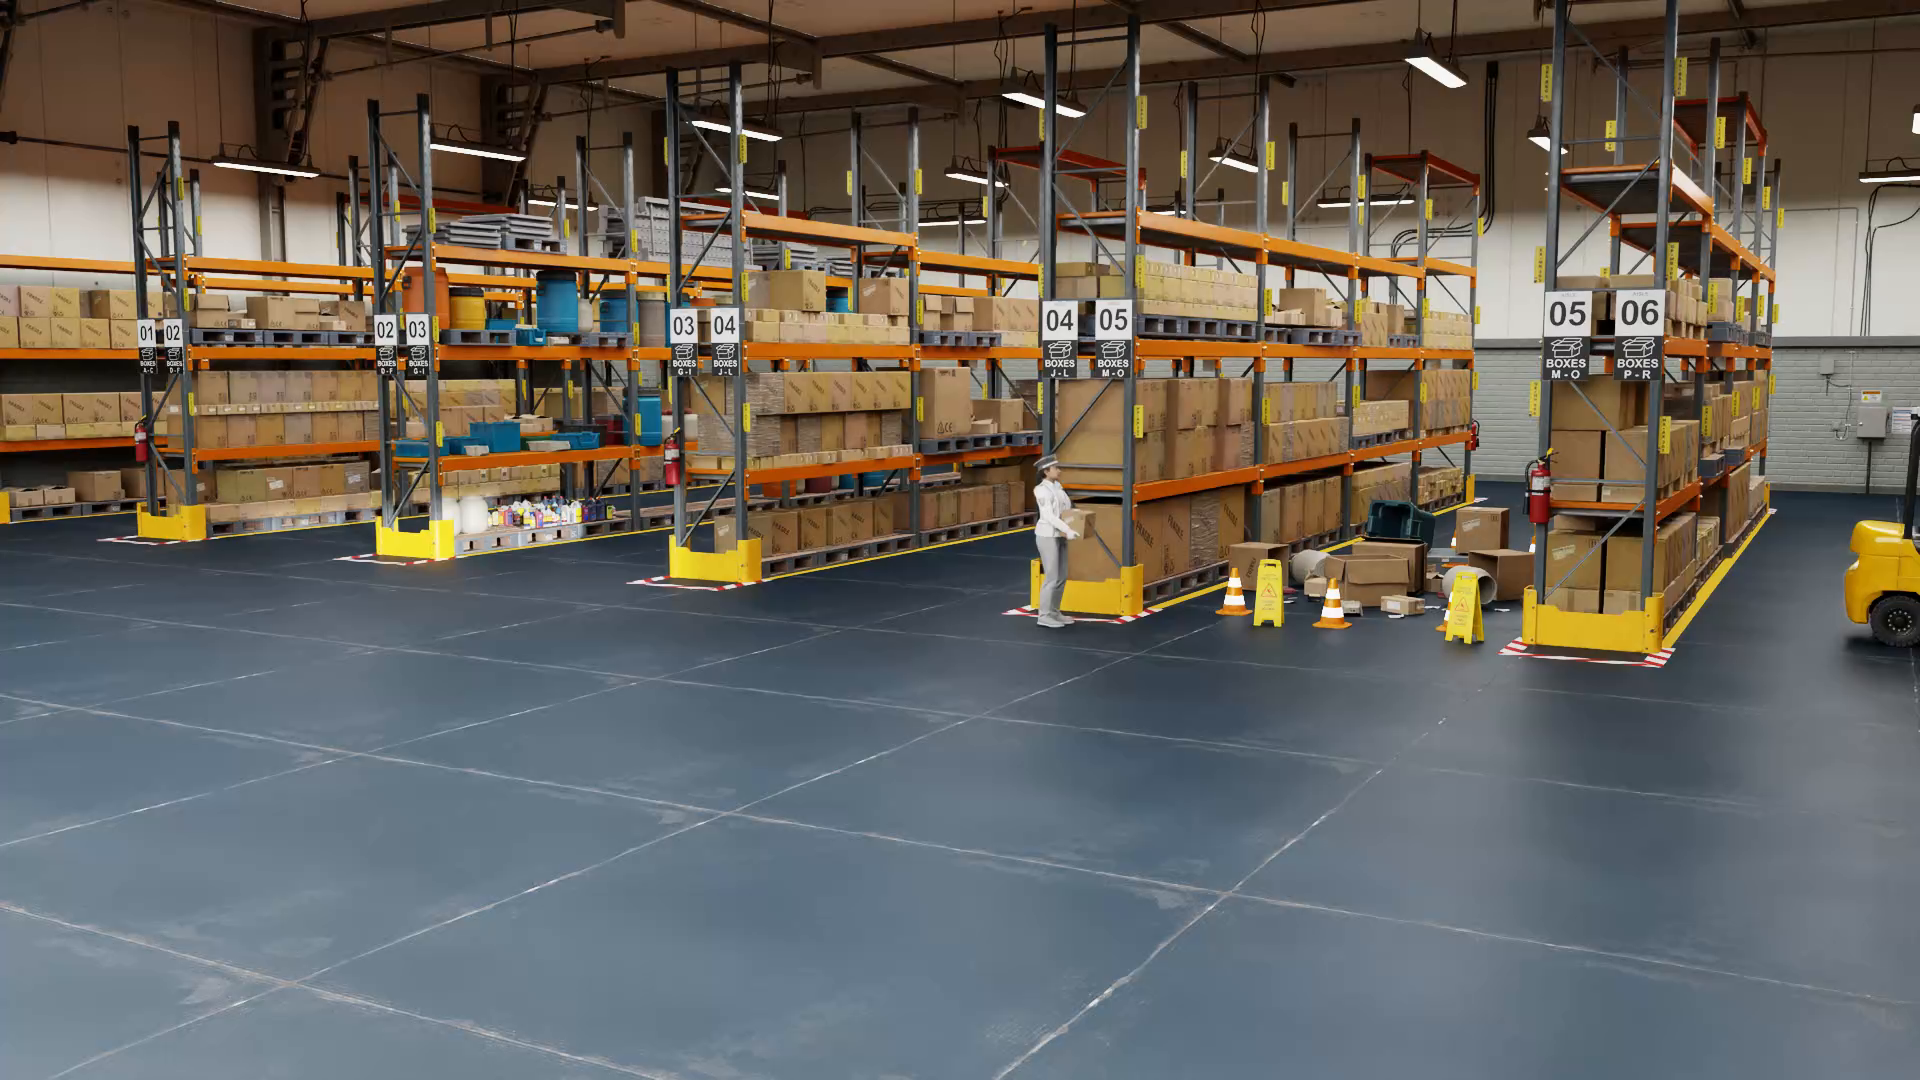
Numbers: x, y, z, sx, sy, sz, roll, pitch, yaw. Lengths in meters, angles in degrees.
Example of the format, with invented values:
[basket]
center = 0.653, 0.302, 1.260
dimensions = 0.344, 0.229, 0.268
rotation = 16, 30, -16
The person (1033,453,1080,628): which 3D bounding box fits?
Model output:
[person]
center = 0.973, -0.003, 16.264
dimensions = 0.562, 1.687, 0.461
rotation = 3, 7, 29
